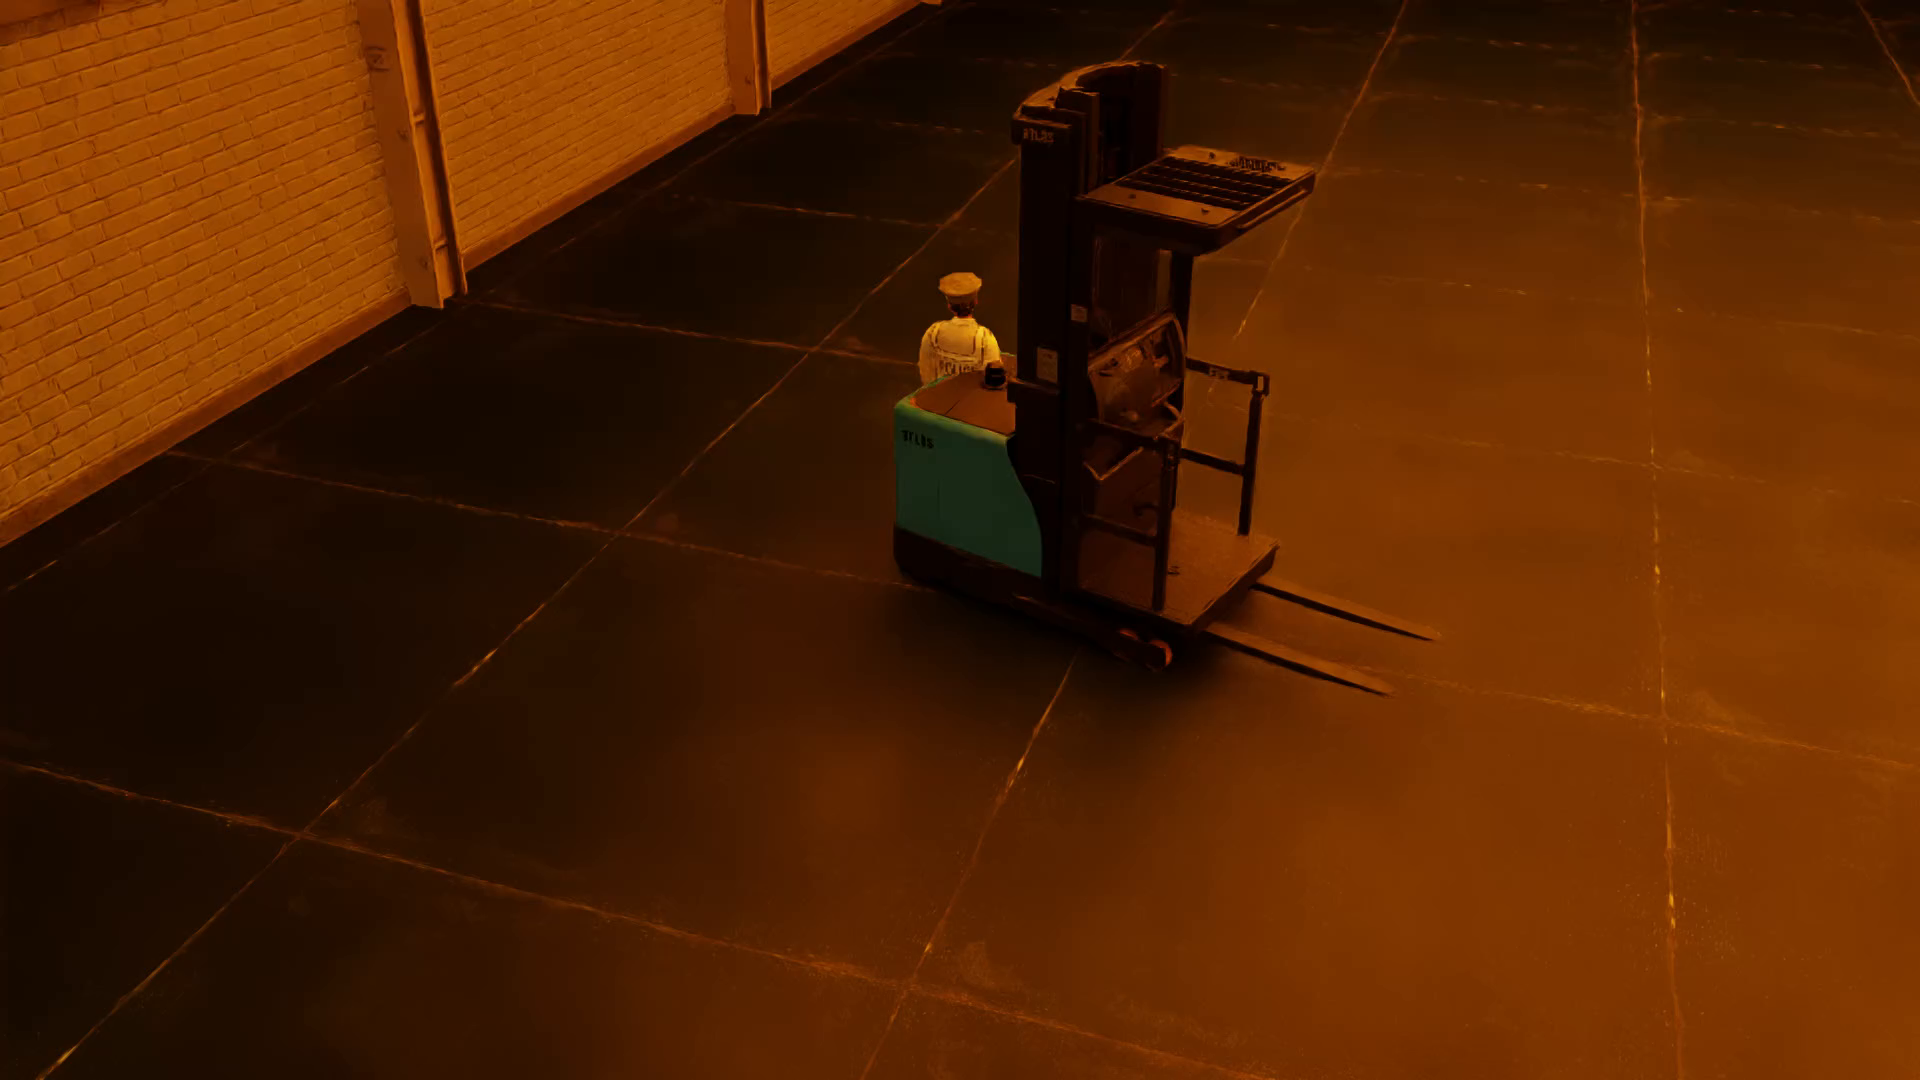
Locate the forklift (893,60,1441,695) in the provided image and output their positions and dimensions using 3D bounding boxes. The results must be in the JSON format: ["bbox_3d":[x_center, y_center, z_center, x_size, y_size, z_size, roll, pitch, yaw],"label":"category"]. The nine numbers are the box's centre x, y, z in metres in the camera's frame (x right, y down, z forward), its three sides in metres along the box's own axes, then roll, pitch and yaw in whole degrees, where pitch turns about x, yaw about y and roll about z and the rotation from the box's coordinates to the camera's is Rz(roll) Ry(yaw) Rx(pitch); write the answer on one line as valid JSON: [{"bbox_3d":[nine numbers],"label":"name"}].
[{"bbox_3d":[1.108,-0.876,8.674,3.031,2.935,1.130,19,35,30],"label":"forklift"}]

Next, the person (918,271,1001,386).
[{"bbox_3d":[0.034,-0.795,9.854,0.596,1.630,0.655,8,31,14],"label":"person"}]
